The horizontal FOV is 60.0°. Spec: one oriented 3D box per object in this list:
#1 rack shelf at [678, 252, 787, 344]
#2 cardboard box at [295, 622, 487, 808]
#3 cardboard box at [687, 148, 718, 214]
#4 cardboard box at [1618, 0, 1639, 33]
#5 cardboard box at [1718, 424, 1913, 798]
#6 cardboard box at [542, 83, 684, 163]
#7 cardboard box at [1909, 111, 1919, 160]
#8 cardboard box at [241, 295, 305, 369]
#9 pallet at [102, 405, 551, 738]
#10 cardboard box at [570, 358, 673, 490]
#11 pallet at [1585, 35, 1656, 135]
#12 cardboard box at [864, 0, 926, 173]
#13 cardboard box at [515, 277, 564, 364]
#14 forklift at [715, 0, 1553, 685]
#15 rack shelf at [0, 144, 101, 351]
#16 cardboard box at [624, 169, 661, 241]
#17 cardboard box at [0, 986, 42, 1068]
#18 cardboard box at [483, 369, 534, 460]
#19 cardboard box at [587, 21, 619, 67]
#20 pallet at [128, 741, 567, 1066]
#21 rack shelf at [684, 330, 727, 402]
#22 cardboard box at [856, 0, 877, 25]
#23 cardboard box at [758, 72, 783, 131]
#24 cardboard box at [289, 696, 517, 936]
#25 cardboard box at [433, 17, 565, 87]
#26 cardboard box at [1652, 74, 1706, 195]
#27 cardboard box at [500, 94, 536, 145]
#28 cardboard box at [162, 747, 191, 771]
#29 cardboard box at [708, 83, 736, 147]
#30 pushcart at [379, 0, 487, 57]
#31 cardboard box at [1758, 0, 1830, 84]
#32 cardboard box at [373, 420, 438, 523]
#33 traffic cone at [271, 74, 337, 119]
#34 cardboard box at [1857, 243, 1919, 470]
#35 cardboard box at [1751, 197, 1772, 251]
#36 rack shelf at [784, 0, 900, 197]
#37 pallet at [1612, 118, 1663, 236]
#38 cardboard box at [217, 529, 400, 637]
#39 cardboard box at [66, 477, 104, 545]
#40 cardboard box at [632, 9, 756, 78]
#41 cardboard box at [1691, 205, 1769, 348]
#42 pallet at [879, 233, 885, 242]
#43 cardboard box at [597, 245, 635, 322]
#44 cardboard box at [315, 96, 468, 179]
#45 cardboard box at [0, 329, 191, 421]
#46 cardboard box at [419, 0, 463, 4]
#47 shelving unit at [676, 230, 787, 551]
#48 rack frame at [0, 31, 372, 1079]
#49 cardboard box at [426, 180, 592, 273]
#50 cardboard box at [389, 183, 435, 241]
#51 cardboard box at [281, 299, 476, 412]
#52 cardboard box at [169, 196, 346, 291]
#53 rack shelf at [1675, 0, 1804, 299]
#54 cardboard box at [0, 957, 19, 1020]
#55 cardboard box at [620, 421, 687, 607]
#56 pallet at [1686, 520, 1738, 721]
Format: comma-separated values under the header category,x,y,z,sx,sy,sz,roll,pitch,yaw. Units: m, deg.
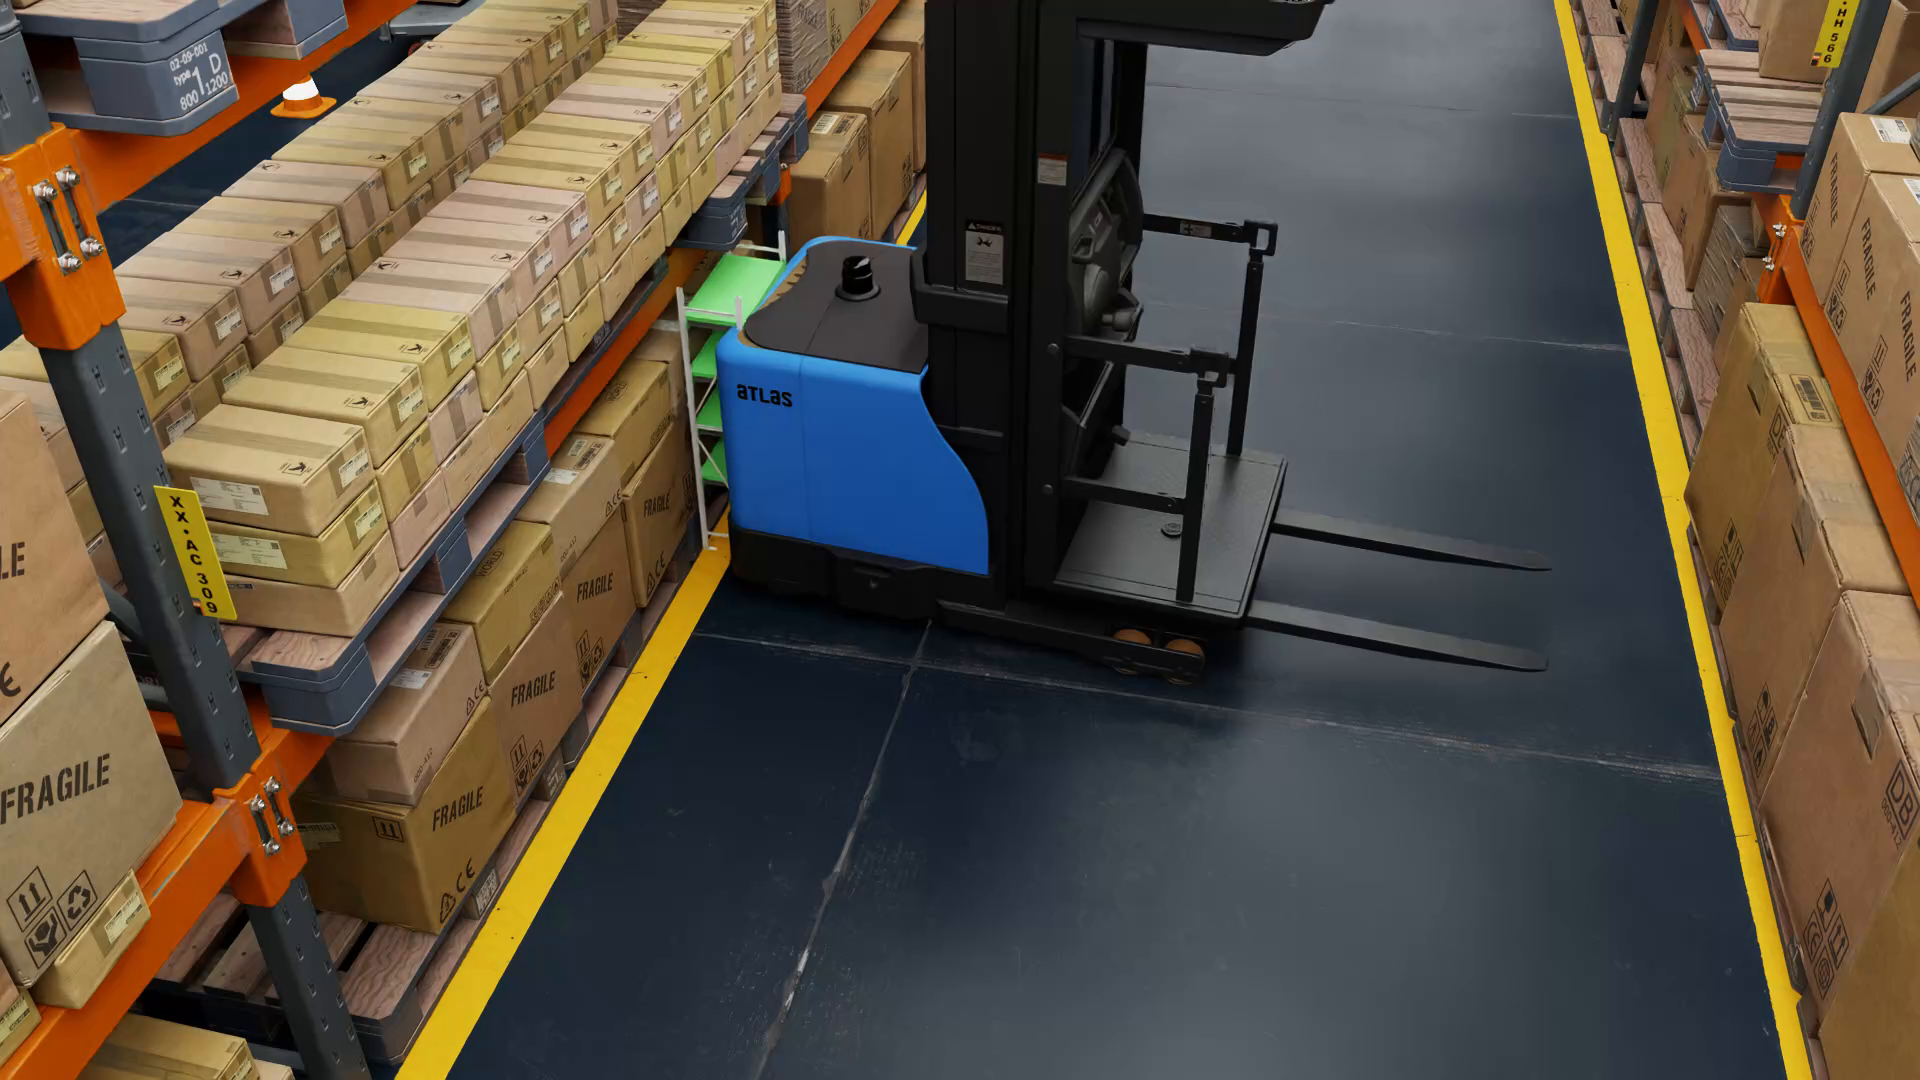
category,x,y,z,sx,sy,sz,roll,pitch,yaw
rack shelf,-0.839,-0.885,6.201,0.258,0.148,0.480,9,40,10
cardboard box,-1.687,0.464,4.686,0.500,0.250,0.500,6,36,8
cardboard box,-1.071,-1.273,5.806,0.380,0.149,0.250,7,36,9
cardboard box,4.725,-3.668,11.027,0.500,0.500,0.500,4,36,6
cardboard box,3.210,0.296,5.238,1.225,0.875,0.875,7,37,10
cardboard box,-1.128,-1.363,5.423,0.380,0.149,0.250,7,37,10
cardboard box,3.403,-1.327,5.084,0.797,0.503,0.637,9,37,12
cardboard box,-2.046,-0.576,4.591,0.380,0.149,0.250,6,36,8
pallet,-1.798,-0.026,4.393,1.003,0.211,1.213,7,37,10
cardboard box,-1.360,-0.433,5.925,0.500,0.250,0.500,8,37,11
pallet,4.539,-2.851,10.503,1.003,0.211,1.213,7,37,10
cardboard box,-0.649,-2.609,9.353,1.050,0.750,0.750,7,37,10
cardboard box,-1.351,-0.641,4.682,0.380,0.149,0.250,9,37,12
forklift,0.687,-1.012,5.648,3.031,2.935,1.130,11,37,14
rack shelf,-2.530,0.540,1.506,1.077,0.370,4.000,7,37,10
cardboard box,-1.183,-1.085,5.294,0.380,0.149,0.250,8,37,11
cardboard box,-1.999,0.918,3.141,0.380,0.149,0.250,9,37,12
cardboard box,-1.404,-0.366,4.556,0.380,0.149,0.250,8,37,10
cardboard box,-1.548,-1.914,6.437,0.380,0.149,0.250,9,37,12
pallet,-1.938,0.999,5.192,1.003,0.211,1.213,7,37,10
rack shelf,-0.843,-0.699,6.353,0.258,0.148,0.480,9,40,10
cardboard box,-0.675,-2.822,8.002,0.500,0.500,0.500,7,37,10
cardboard box,-0.905,-1.705,6.402,0.380,0.149,0.250,8,37,11
cardboard box,-1.686,0.768,4.906,0.500,0.500,0.500,9,37,12
cardboard box,-1.648,-1.751,5.959,0.380,0.149,0.250,7,37,10
cardboard box,4.157,-2.136,8.896,0.700,0.500,0.500,7,37,10
cardboard box,-1.711,-1.460,5.811,0.380,0.149,0.250,7,37,10
cardboard box,-2.191,0.396,4.780,0.500,0.250,0.500,6,36,9
cardboard box,-1.018,-1.521,5.895,0.380,0.149,0.250,8,37,11
pushcart,-3.013,-3.514,11.276,1.648,0.377,0.936,-5,36,-6
cardboard box,3.673,-2.155,6.724,0.700,0.500,0.500,13,38,17
cardboard box,-1.516,-0.189,4.058,0.380,0.149,0.250,7,36,9
traffic cone,-4.149,-2.919,10.383,0.336,0.463,0.334,7,37,10
cardboard box,2.992,-0.503,4.803,0.500,0.500,0.500,7,36,9
cardboard box,3.793,-1.460,7.325,0.500,0.250,0.500,11,37,15
rack shelf,-0.821,-2.832,8.715,1.077,0.370,4.000,7,37,10
pallet,4.265,-2.015,9.350,1.003,0.211,1.213,7,37,10
cardboard box,-1.569,0.080,3.940,0.380,0.149,0.250,6,36,8
cardboard box,-2.211,-0.125,3.969,0.380,0.149,0.250,8,37,11
cardboard box,-0.961,-1.804,6.032,0.380,0.149,0.250,7,36,9
cardboard box,3.805,-1.169,7.562,0.700,0.500,0.500,4,36,6
pallet,-1.006,-1.290,8.350,1.003,0.211,1.213,7,37,10
cardboard box,-1.239,-0.813,5.172,0.380,0.149,0.250,6,36,8
cardboard box,-1.816,-1.292,5.325,0.380,0.149,0.250,8,37,11
cardboard box,-2.151,-0.402,4.097,0.380,0.149,0.250,6,36,9
cardboard box,-3.506,-3.921,11.089,0.500,0.500,0.500,7,37,10
shelving unit,-0.846,-0.563,6.464,0.258,1.200,0.503,9,40,10
rack frame,-2.103,0.316,3.757,1.000,3.000,0.127,7,37,10
cardboard box,-1.294,-0.902,4.788,0.380,0.149,0.250,9,37,12
cardboard box,-1.875,-1.020,5.204,0.380,0.149,0.250,9,37,12
cardboard box,-1.458,-0.468,4.189,0.380,0.149,0.250,8,37,10
cardboard box,-1.982,-0.840,4.703,0.380,0.149,0.250,6,36,8
rack shelf,4.003,-2.152,7.777,1.077,0.370,4.000,7,37,10
cardboard box,-2.042,0.766,2.799,0.500,0.500,0.500,6,36,9
cardboard box,-1.345,-0.122,6.135,0.500,0.500,0.500,6,36,8
pallet,3.333,0.275,6.191,1.003,0.211,1.213,7,37,10
